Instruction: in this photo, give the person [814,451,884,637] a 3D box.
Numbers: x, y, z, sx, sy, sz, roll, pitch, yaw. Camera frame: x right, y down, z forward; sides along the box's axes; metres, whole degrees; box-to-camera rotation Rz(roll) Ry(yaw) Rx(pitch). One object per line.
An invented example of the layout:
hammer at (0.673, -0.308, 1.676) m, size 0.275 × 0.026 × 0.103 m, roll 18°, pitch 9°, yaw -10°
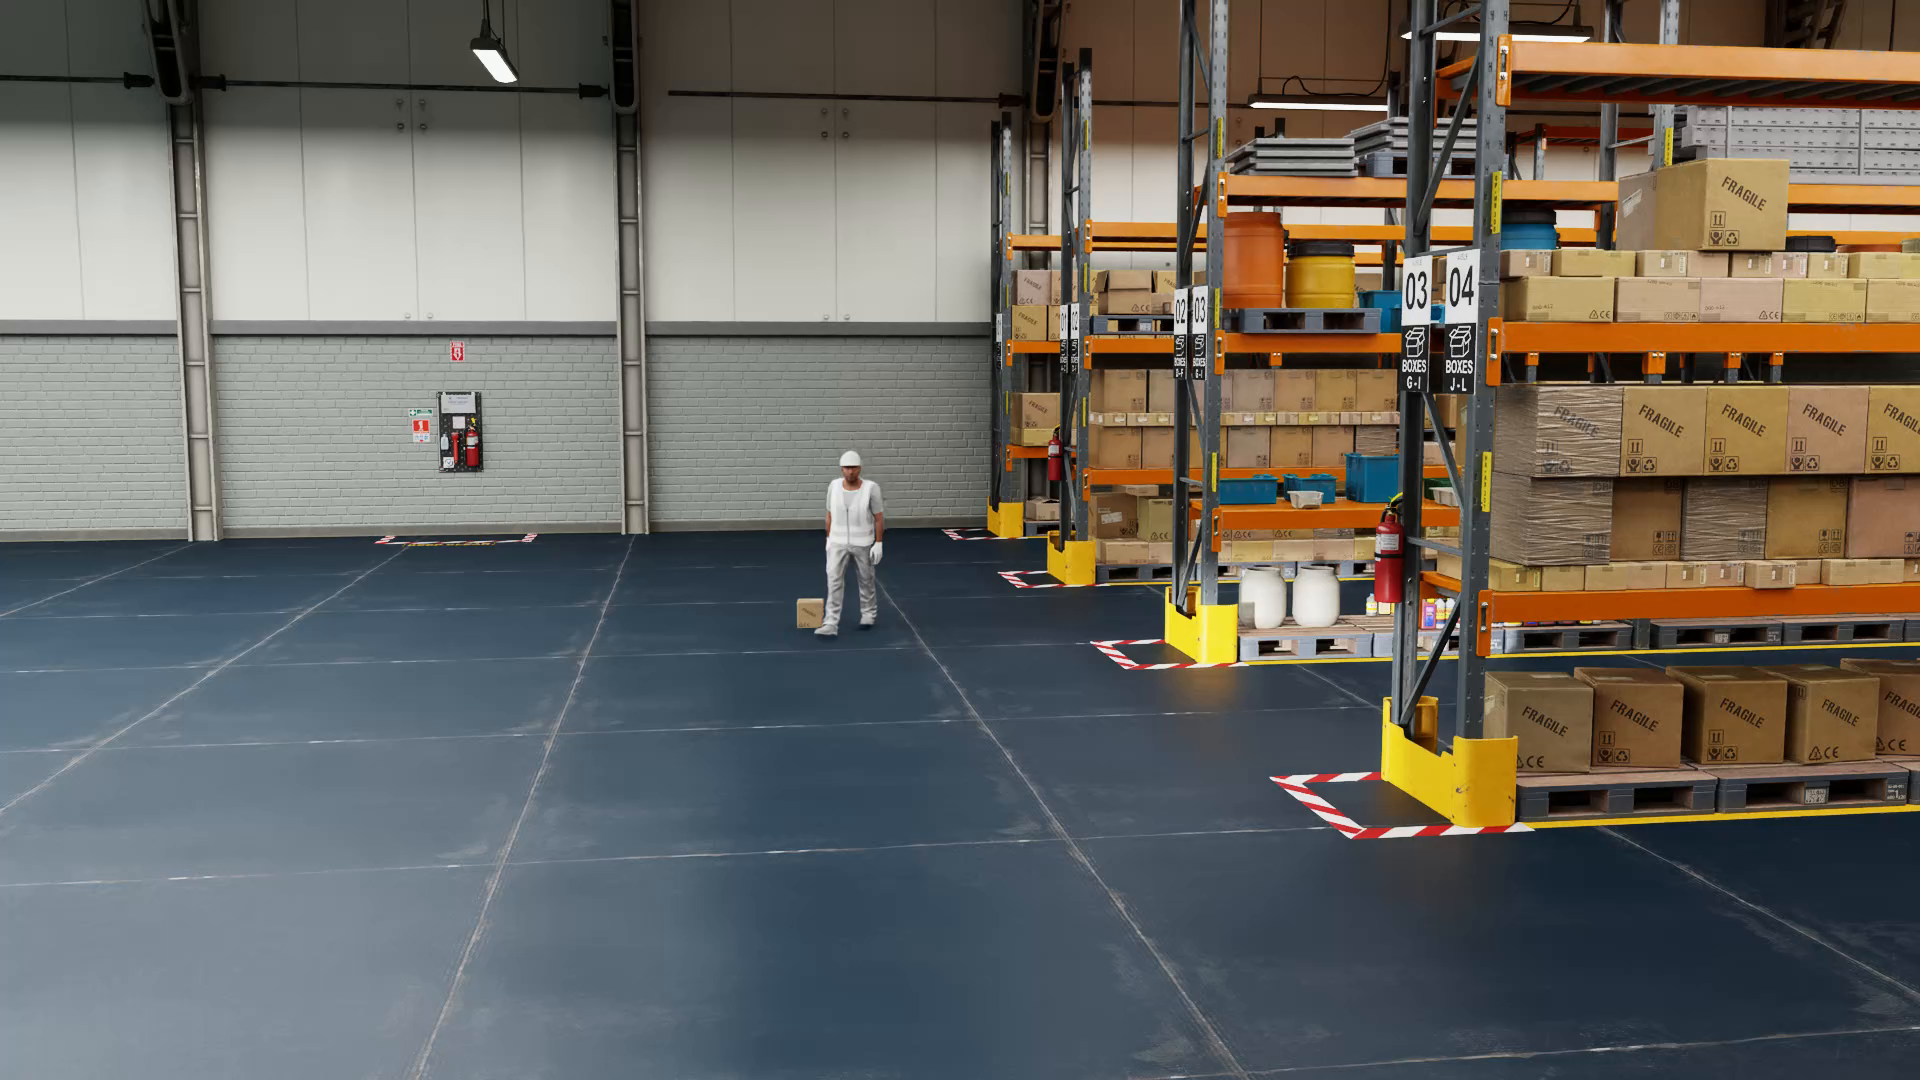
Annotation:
person at (-1.002, 0.020, 15.536) m, size 0.581 × 1.713 × 1.072 m, roll 1°, pitch 6°, yaw 8°
